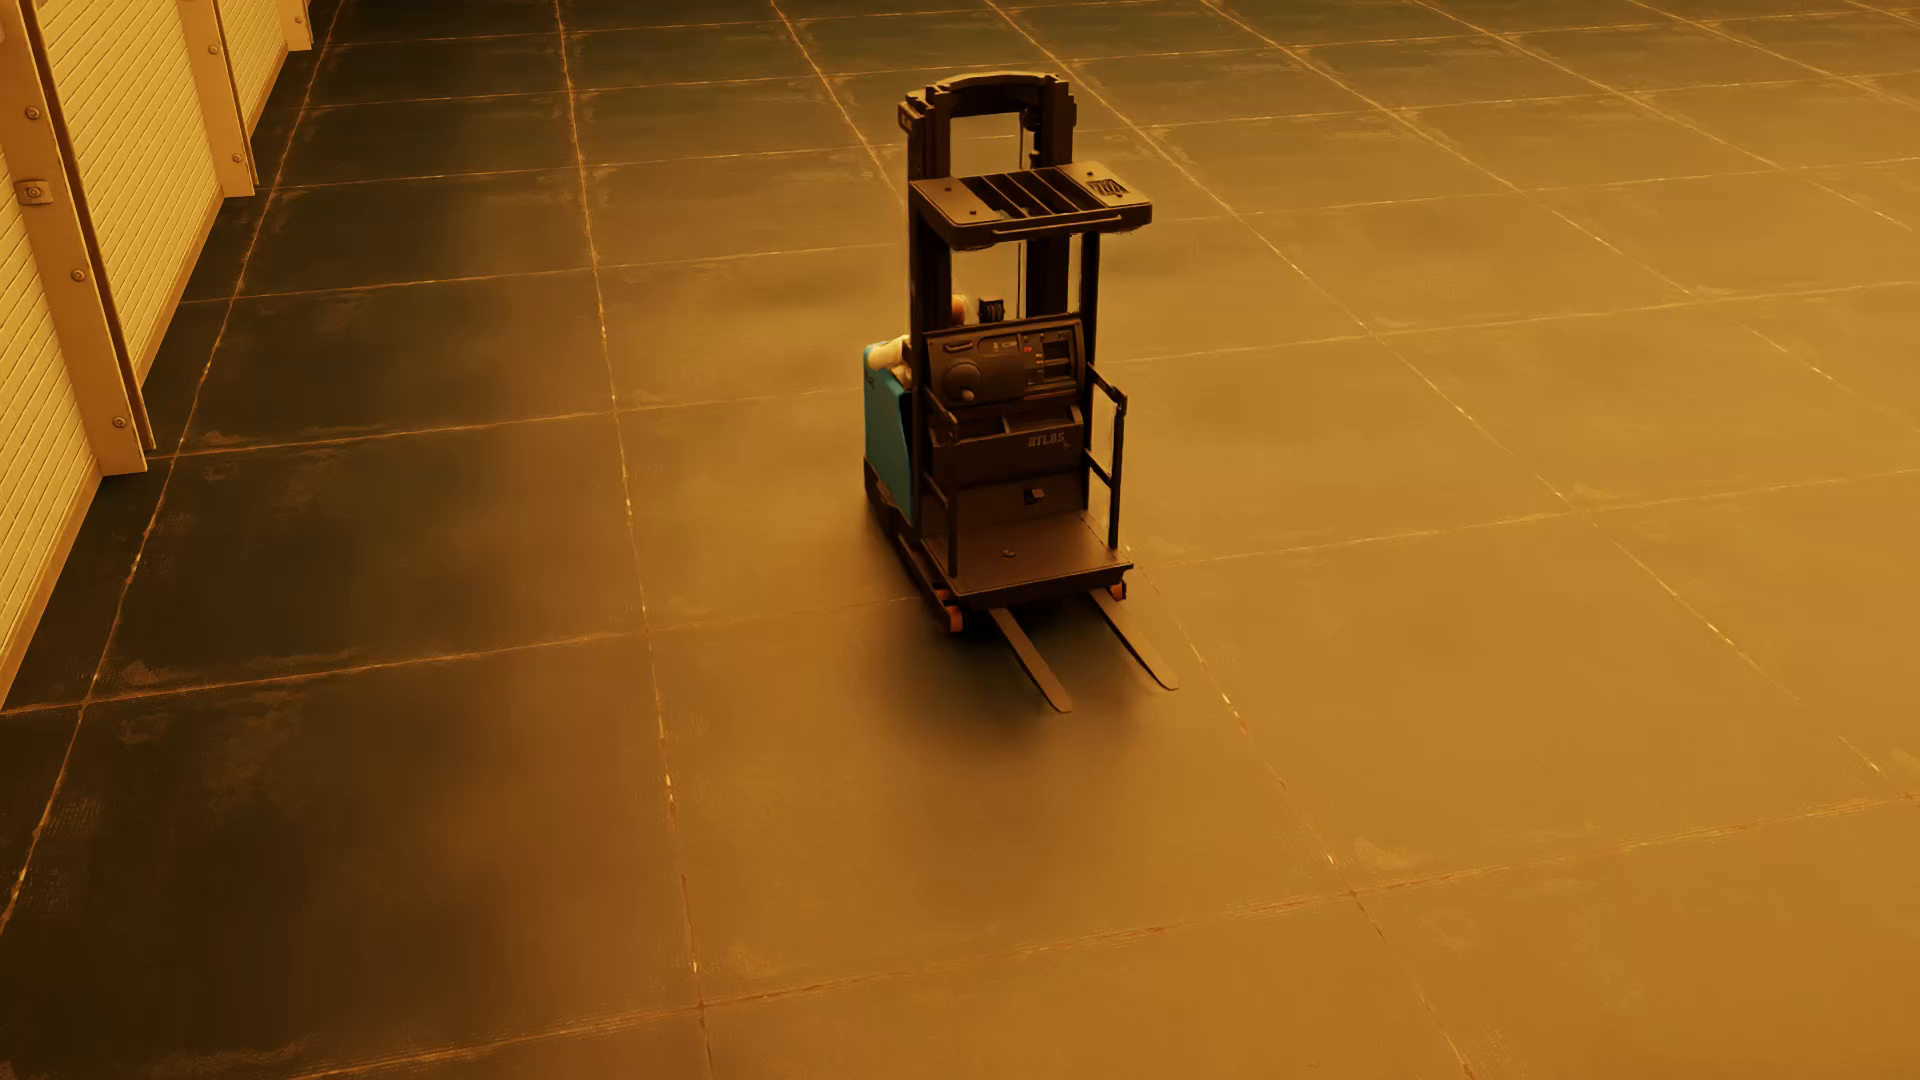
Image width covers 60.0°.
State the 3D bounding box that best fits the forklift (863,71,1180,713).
[{"bbox_3d":[0.336,-0.960,9.234,1.130,2.935,3.031,-10,32,-17],"label":"forklift"}]

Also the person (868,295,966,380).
[{"bbox_3d":[-0.107,-0.864,10.428,0.980,1.563,0.786,5,30,9],"label":"person"}]
